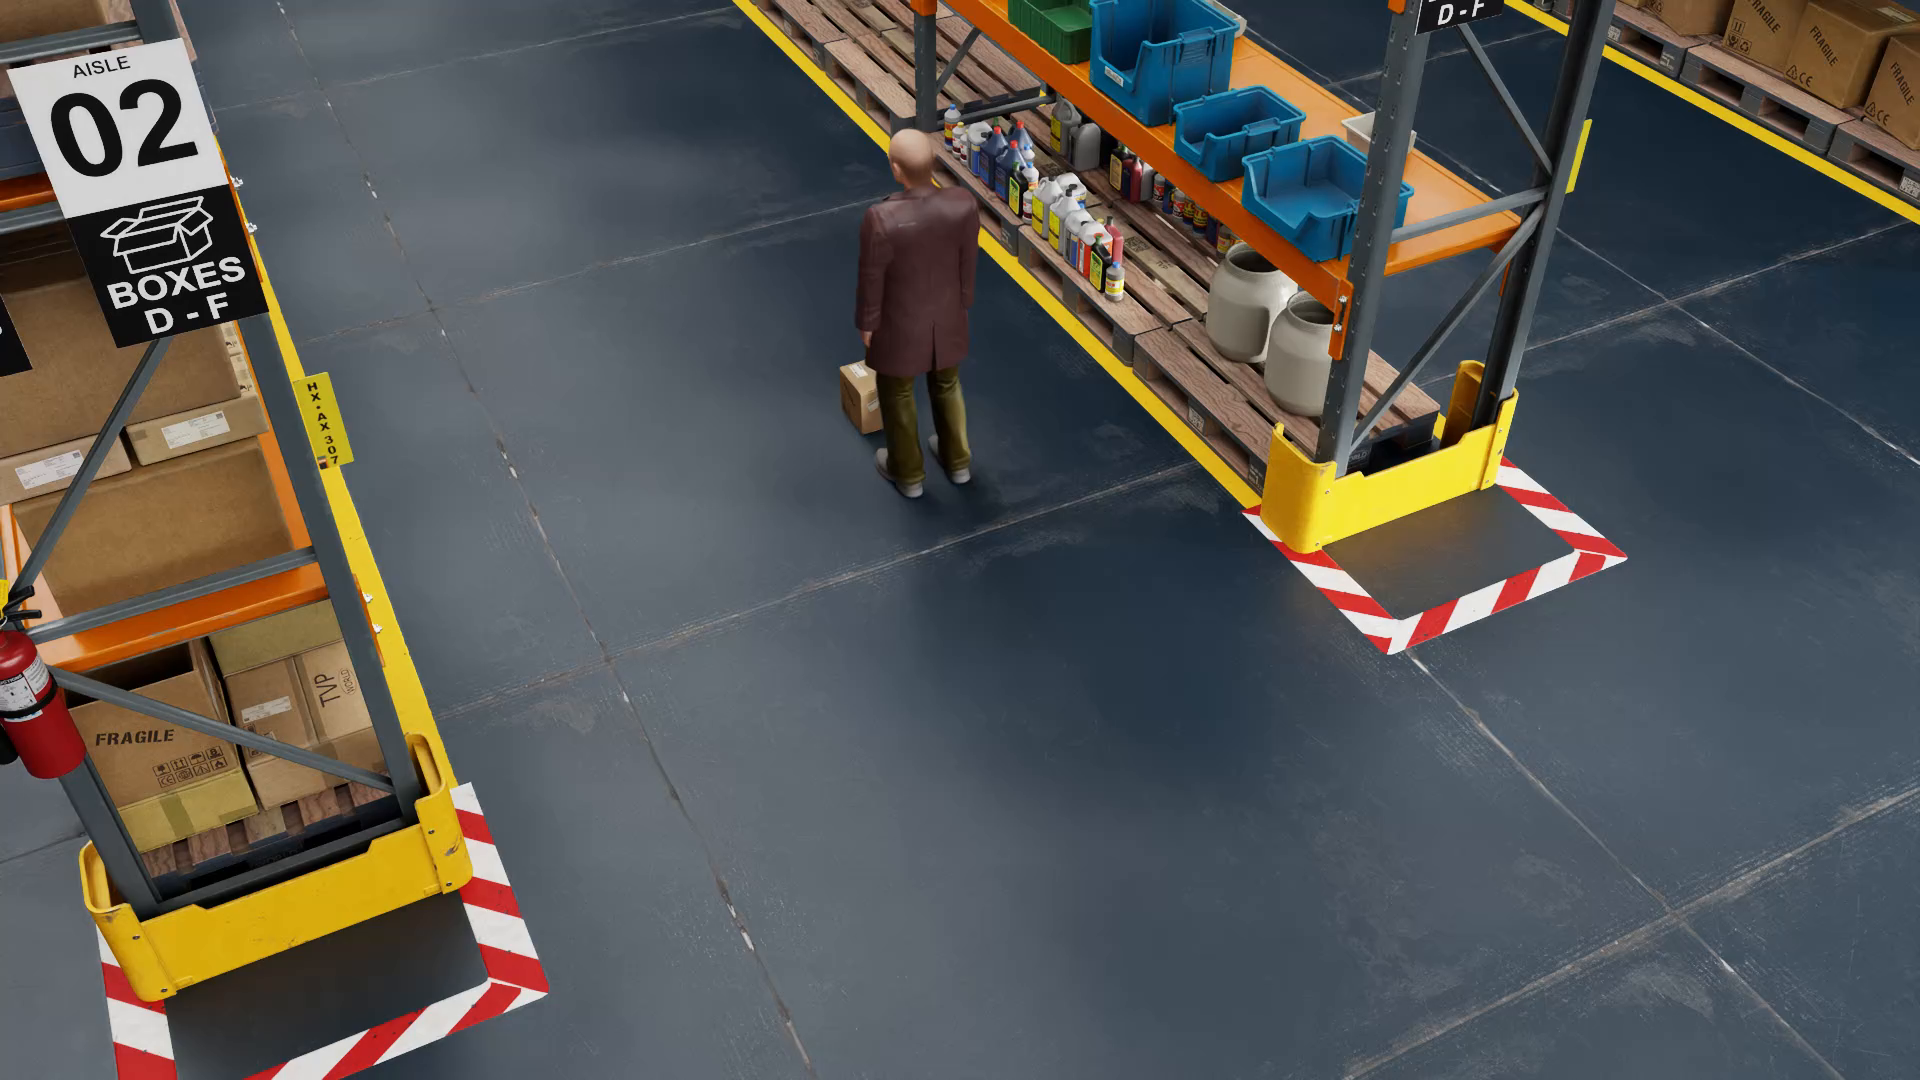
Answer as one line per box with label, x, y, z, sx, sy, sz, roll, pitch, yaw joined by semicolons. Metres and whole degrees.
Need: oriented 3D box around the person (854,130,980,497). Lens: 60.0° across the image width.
person;-0.203;-0.991;7.328;0.562;1.778;0.381;-18;44;-20
